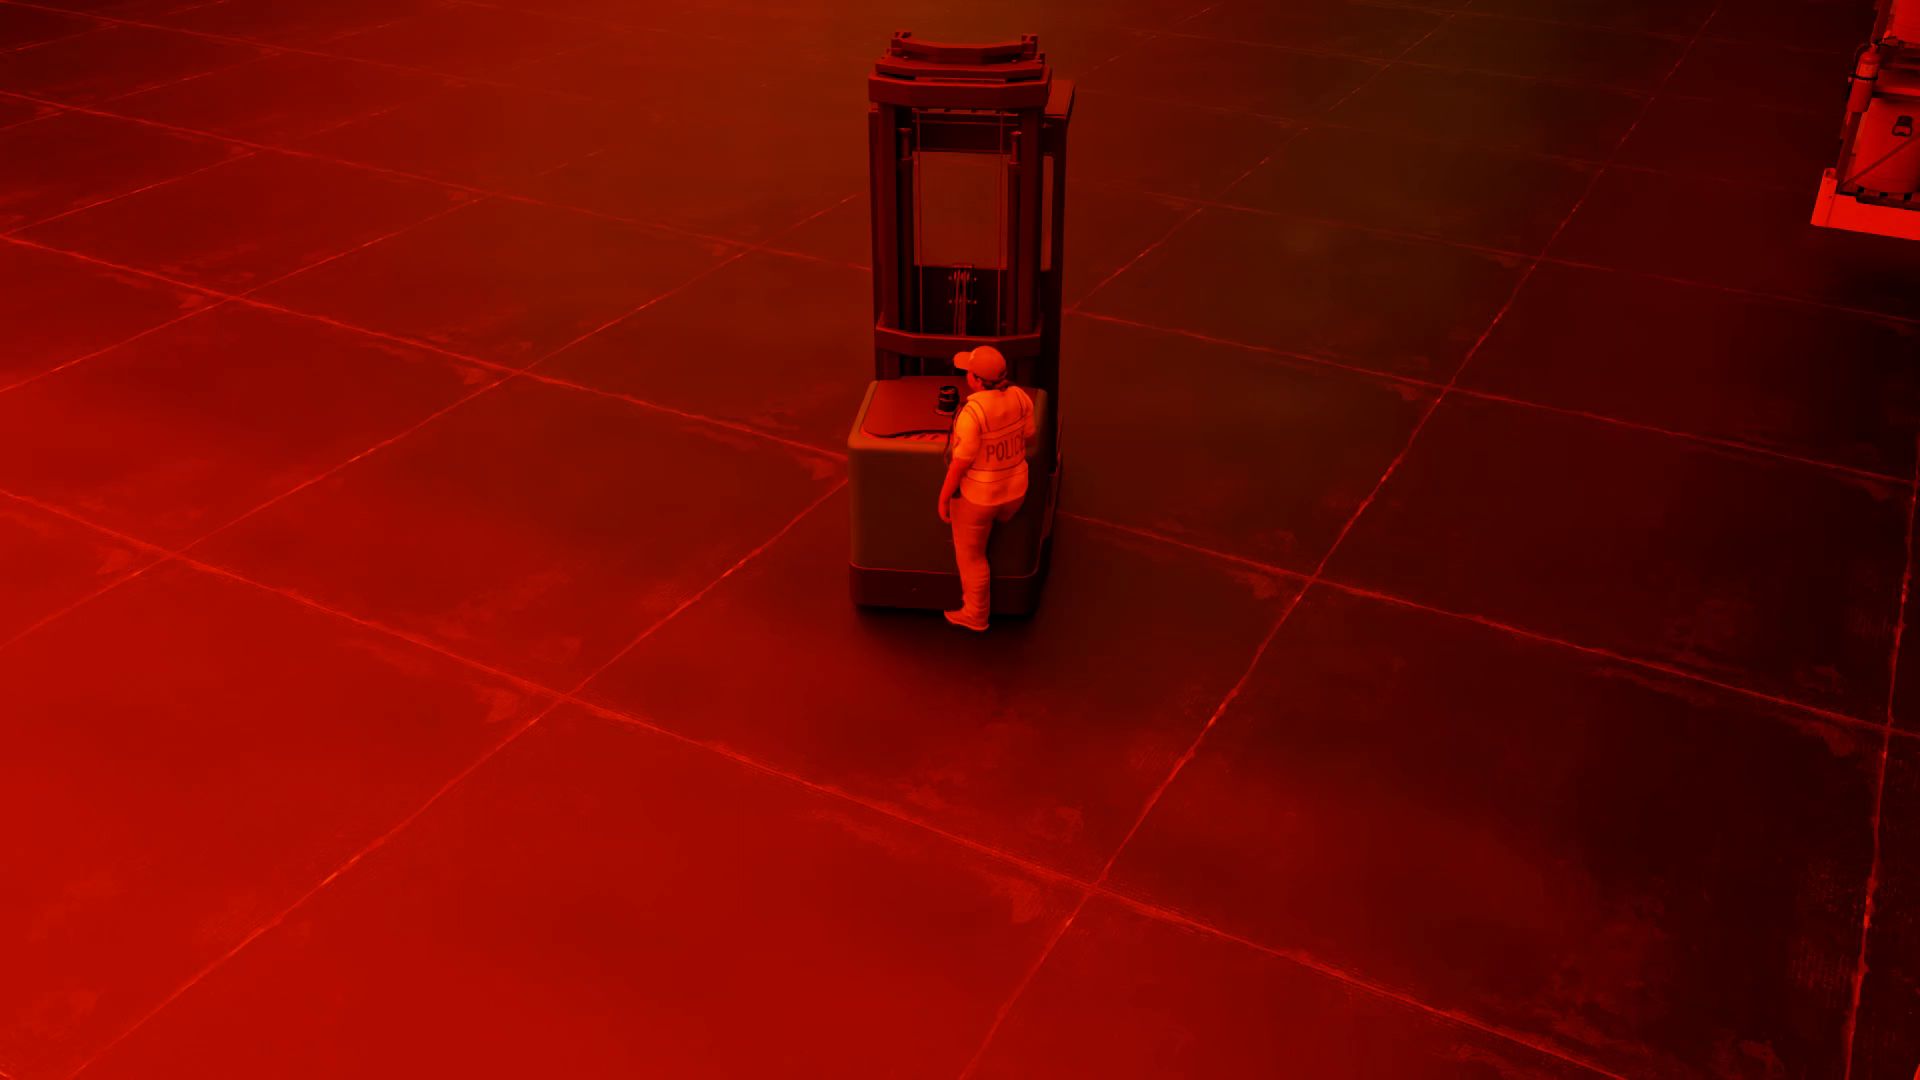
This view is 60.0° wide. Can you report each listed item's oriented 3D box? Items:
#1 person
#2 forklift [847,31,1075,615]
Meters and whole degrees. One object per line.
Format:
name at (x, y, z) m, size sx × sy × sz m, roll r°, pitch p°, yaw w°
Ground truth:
person at (0.104, -0.289, 8.830) m, size 0.596 × 1.673 × 0.510 m, roll -23°, pitch 37°, yaw -34°
forklift at (0.072, -1.572, 9.794) m, size 1.130 × 2.935 × 3.031 m, roll 3°, pitch 30°, yaw 6°
